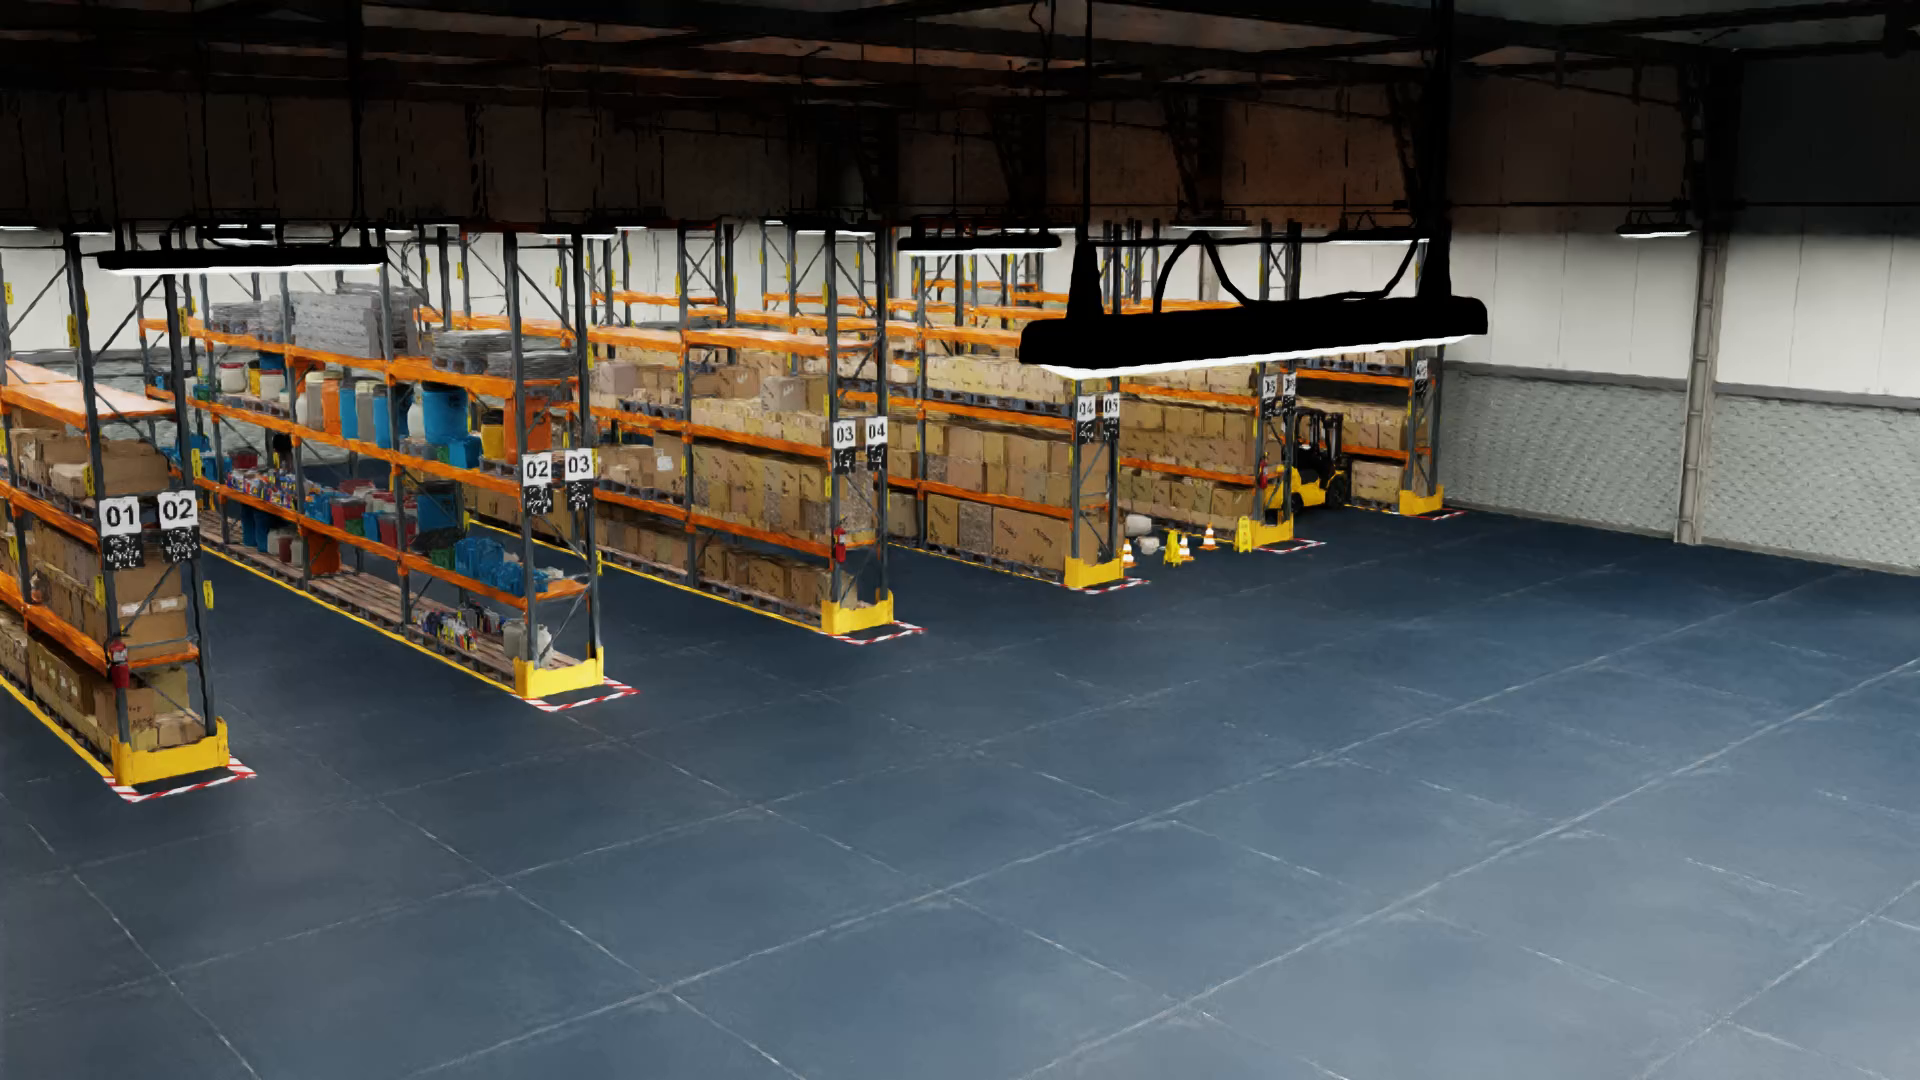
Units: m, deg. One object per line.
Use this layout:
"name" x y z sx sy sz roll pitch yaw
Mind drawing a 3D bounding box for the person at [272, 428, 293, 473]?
"person" -15.383 -2.033 37.745 0.677 1.674 0.534 -11 16 -42
